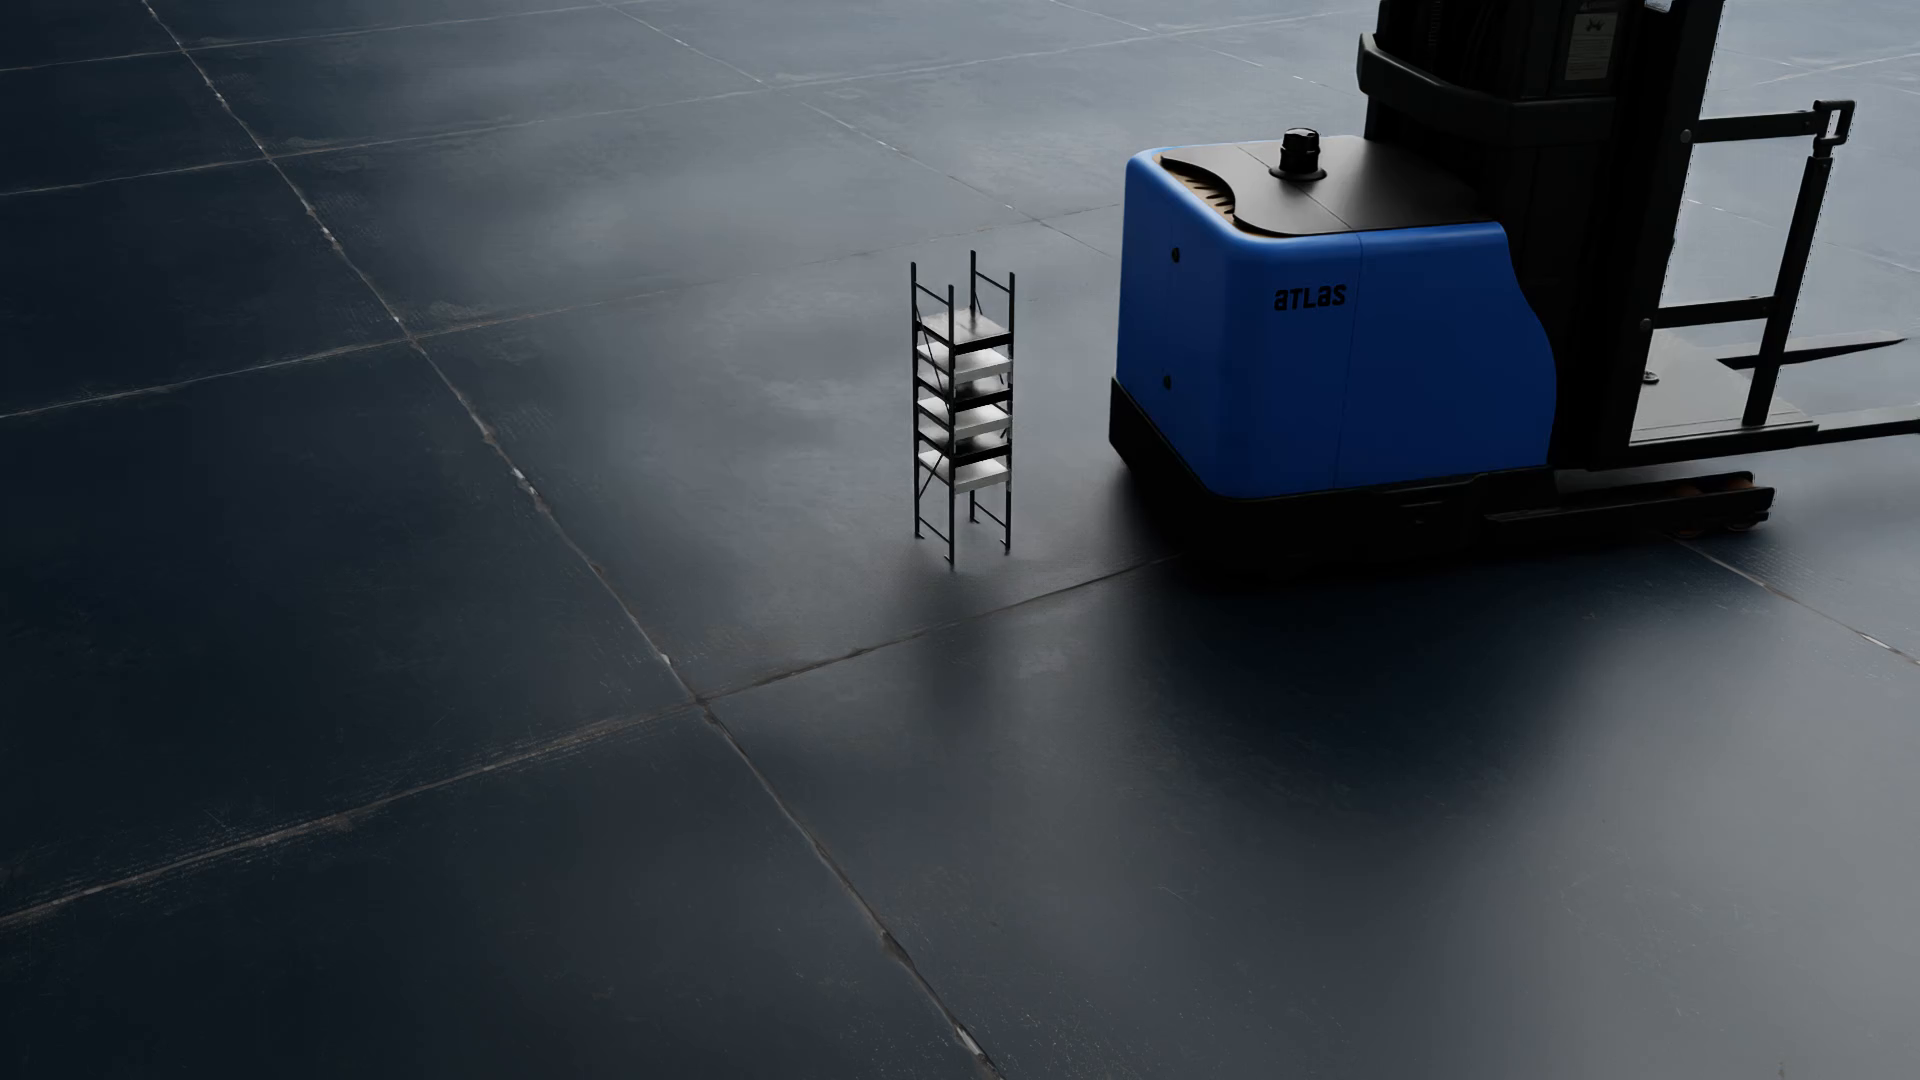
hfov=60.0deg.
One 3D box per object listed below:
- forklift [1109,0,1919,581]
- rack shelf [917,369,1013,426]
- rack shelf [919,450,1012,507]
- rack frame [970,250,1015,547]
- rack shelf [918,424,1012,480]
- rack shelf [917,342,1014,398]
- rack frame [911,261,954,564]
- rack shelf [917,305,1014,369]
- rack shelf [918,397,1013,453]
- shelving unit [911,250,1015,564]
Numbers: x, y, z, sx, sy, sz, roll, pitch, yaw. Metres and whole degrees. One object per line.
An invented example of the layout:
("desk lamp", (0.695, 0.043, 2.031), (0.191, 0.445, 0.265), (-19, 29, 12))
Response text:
("forklift", (2.086, -1.529, 4.987), (3.031, 2.935, 1.130), (-7, 30, -12))
("rack shelf", (0.007, -0.446, 5.009), (0.200, 0.077, 0.258), (-16, 33, -26))
("rack shelf", (0.007, -0.209, 5.139), (0.200, 0.077, 0.258), (-16, 33, -26))
("rack frame", (0.095, -0.421, 5.081), (0.006, 0.900, 0.240), (-16, 33, -26))
("rack shelf", (0.007, -0.288, 5.096), (0.200, 0.077, 0.258), (-16, 33, -26))
("rack shelf", (0.007, -0.524, 4.965), (0.200, 0.077, 0.258), (-16, 33, -26))
("rack frame", (-0.081, -0.371, 4.991), (0.006, 0.900, 0.240), (-16, 33, -26))
("rack shelf", (0.007, -0.603, 4.922), (0.200, 0.077, 0.258), (-16, 33, -26))
("rack shelf", (0.007, -0.367, 5.052), (0.200, 0.077, 0.258), (-16, 33, -26))
("shelving unit", (0.007, -0.396, 5.036), (0.210, 0.900, 0.258), (-16, 33, -26))
